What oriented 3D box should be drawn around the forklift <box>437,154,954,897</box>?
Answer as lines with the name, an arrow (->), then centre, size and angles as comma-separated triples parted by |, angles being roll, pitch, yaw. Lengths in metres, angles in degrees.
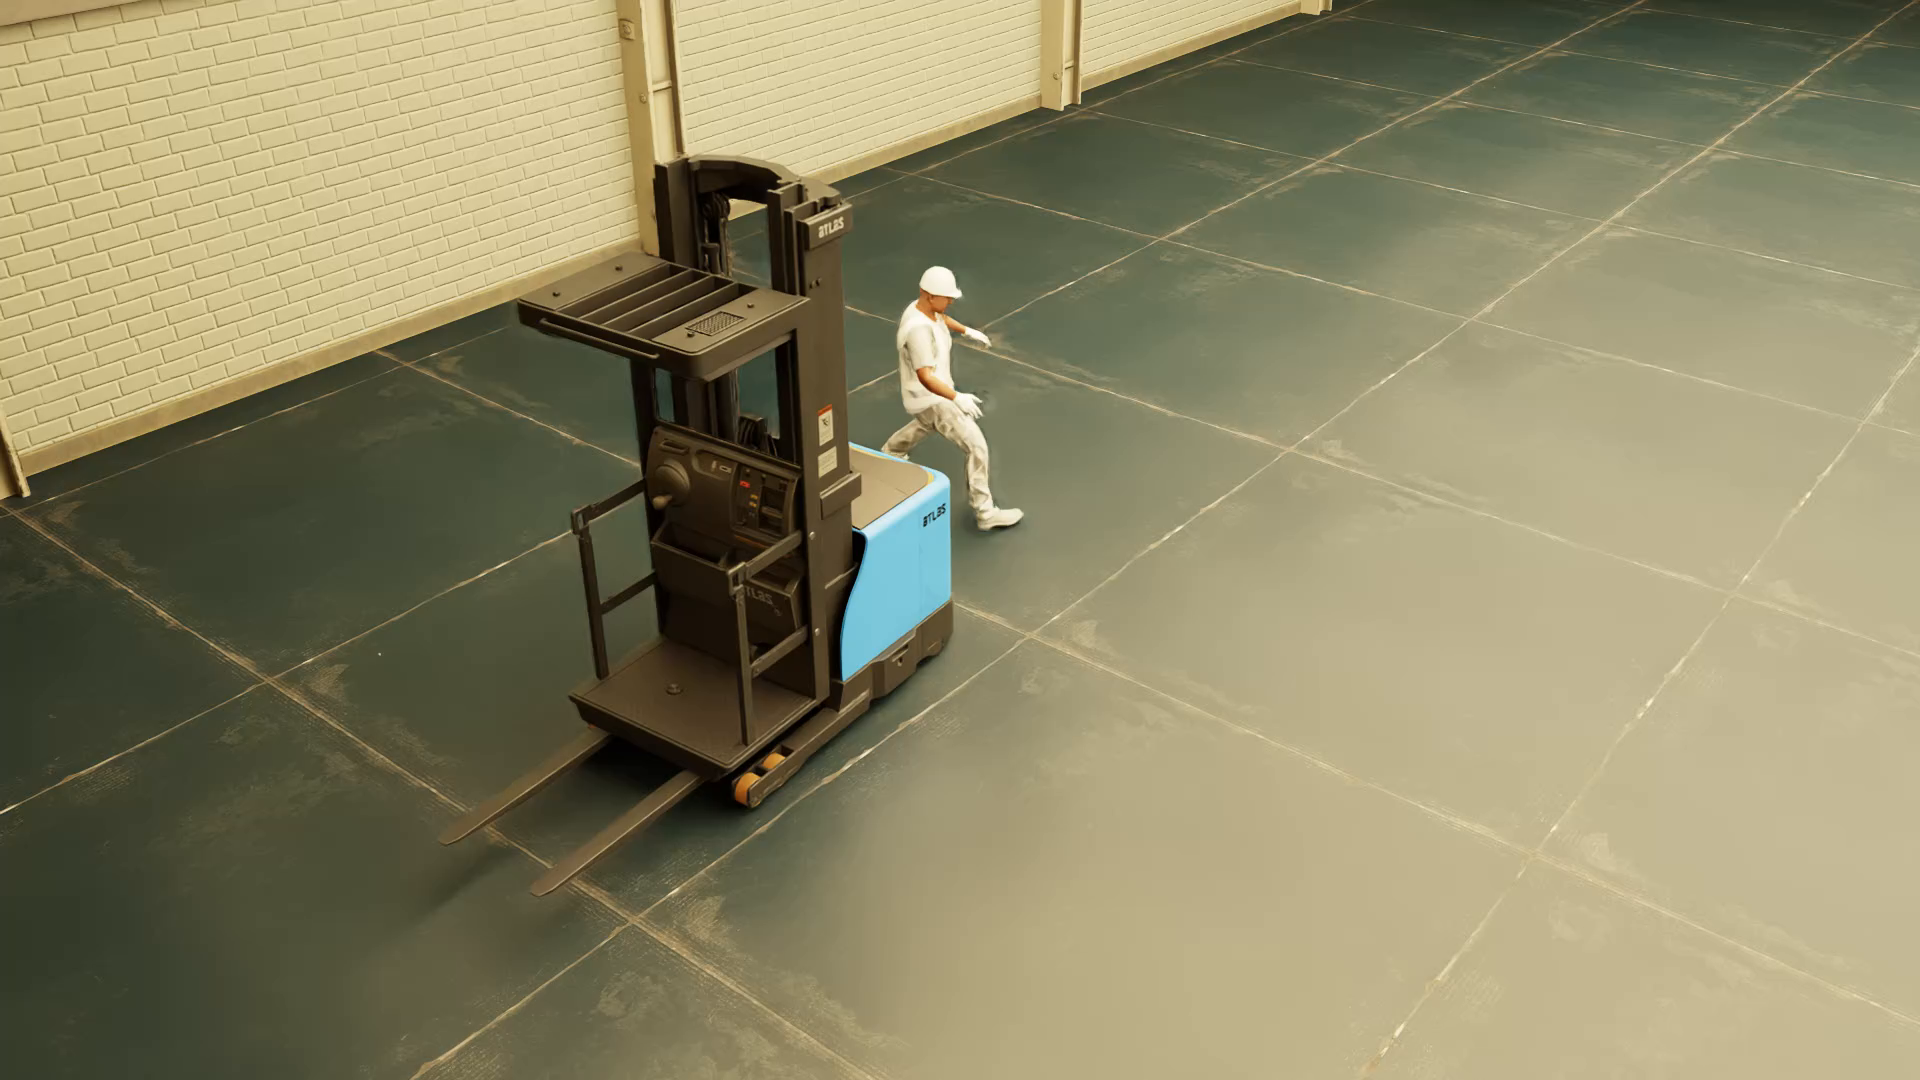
forklift -> -1.285, -0.218, 7.968 | 1.130, 2.935, 3.031 | 19, 35, 29

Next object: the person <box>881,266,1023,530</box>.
person -> -0.078, -0.990, 10.649 | 0.982, 1.617, 1.077 | 1, 30, 1
